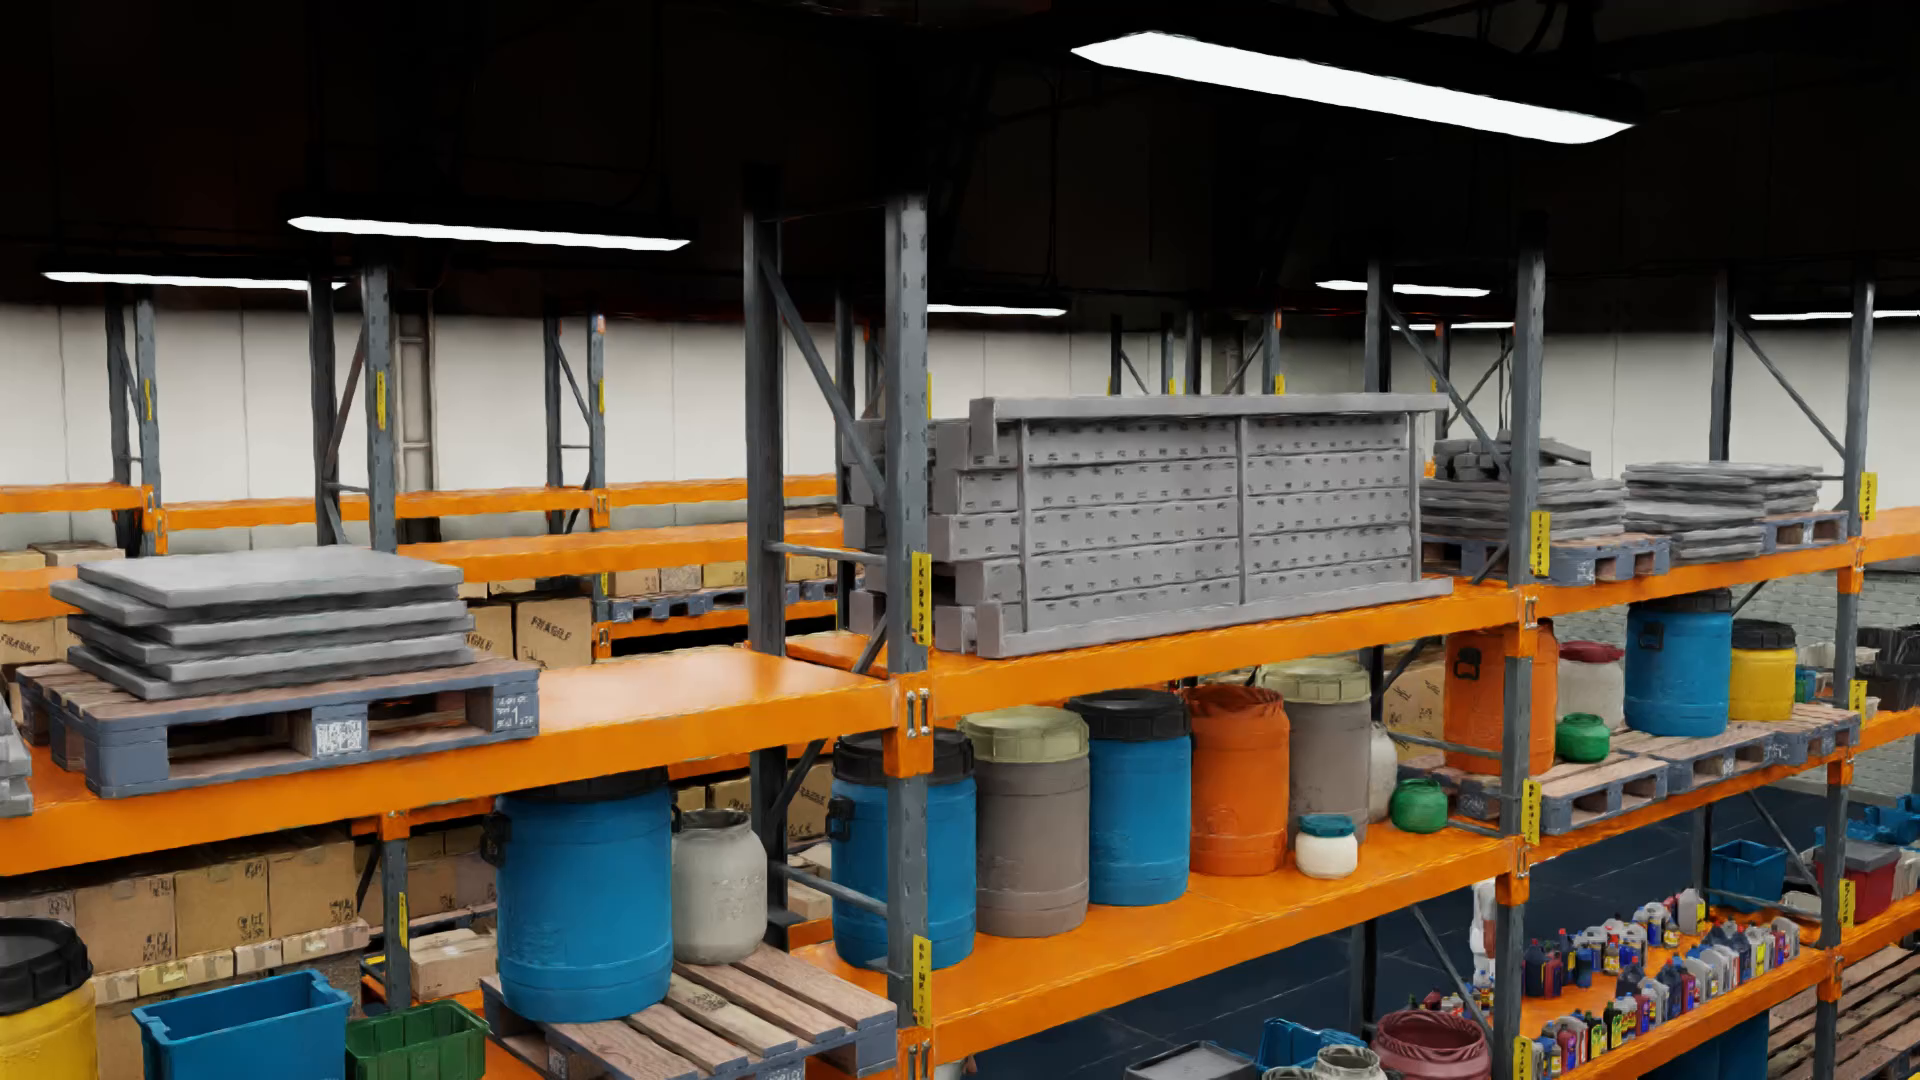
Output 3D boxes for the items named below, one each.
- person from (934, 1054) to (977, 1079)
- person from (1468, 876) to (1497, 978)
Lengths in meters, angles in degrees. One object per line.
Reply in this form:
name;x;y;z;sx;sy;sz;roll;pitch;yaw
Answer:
person;-0.170;3.326;10.682;0.444;1.604;1.016;5;7;42
person;4.009;3.068;12.380;0.450;1.789;0.605;2;6;19
